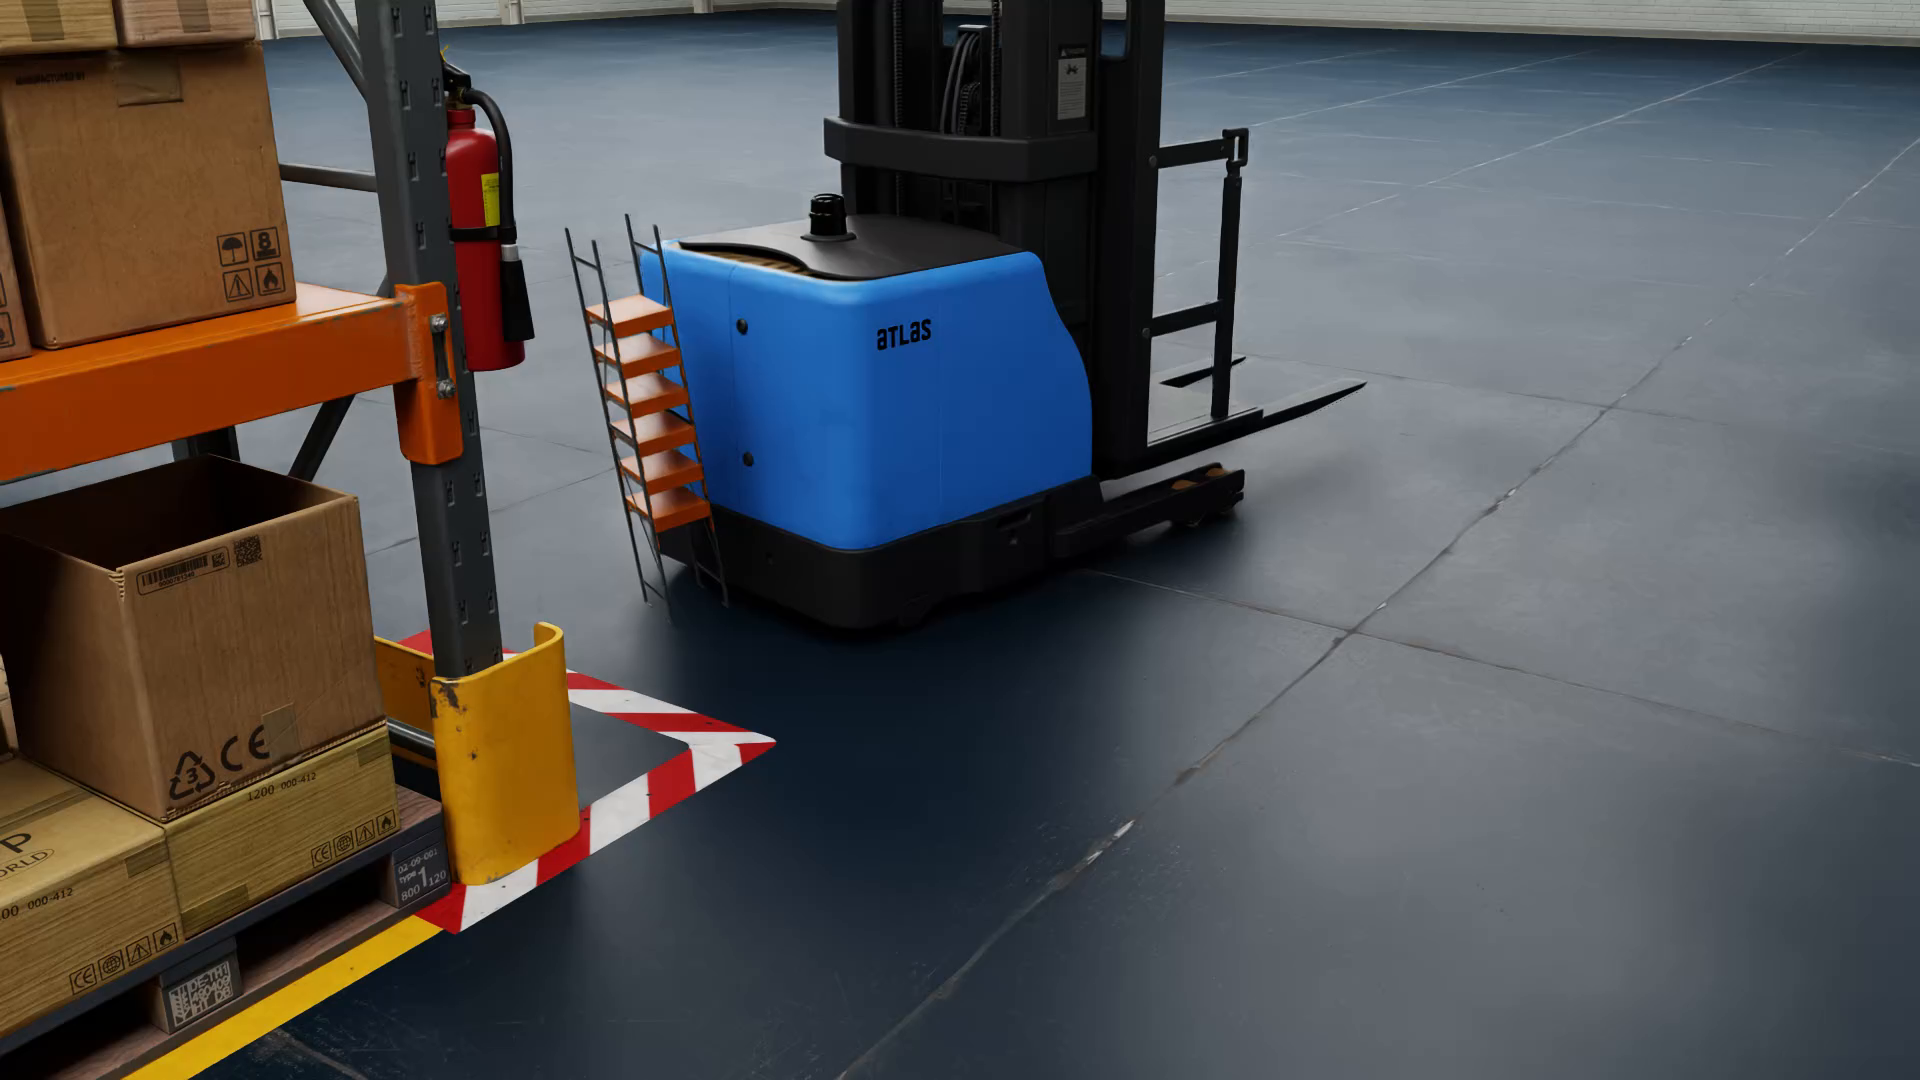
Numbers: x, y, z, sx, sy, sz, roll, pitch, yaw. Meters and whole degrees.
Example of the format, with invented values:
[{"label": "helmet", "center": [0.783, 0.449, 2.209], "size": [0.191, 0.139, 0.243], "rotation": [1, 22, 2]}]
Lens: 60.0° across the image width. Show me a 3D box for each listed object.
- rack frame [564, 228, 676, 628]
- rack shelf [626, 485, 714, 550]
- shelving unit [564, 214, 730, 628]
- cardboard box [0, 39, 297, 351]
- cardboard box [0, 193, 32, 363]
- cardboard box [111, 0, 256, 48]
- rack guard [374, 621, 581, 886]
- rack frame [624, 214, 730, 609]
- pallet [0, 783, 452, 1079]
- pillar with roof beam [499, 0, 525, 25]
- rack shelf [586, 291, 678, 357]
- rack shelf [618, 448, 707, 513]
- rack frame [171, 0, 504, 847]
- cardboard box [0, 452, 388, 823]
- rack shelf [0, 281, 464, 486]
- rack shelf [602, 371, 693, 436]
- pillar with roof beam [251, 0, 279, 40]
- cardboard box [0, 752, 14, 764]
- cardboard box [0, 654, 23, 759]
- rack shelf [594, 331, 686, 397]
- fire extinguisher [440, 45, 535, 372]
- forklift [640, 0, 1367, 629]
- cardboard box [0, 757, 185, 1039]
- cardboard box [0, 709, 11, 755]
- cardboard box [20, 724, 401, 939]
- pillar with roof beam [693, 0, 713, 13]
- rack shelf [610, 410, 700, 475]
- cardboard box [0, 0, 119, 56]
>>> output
[{"label": "rack frame", "center": [-0.995, -0.311, 4.890], "size": [0.006, 1.200, 0.240], "rotation": [-20, 27, -26]}, {"label": "rack shelf", "center": [-0.885, -0.082, 5.046], "size": [0.180, 0.103, 0.258], "rotation": [-20, 27, -26]}, {"label": "shelving unit", "center": [-0.918, -0.339, 4.930], "size": [0.189, 1.200, 0.258], "rotation": [-20, 27, -26]}, {"label": "cardboard box", "center": [-1.737, -0.702, 3.196], "size": [0.700, 0.500, 0.500], "rotation": [13, 24, 32]}, {"label": "cardboard box", "center": [-2.028, -0.551, 2.786], "size": [0.700, 0.500, 0.500], "rotation": [14, 24, 33]}, {"label": "cardboard box", "center": [-1.521, -0.991, 3.042], "size": [0.380, 0.149, 0.250], "rotation": [13, 24, 31]}, {"label": "rack guard", "center": [-1.450, 0.379, 4.021], "size": [1.175, 0.500, 0.348], "rotation": [13, 24, 32]}, {"label": "rack frame", "center": [-0.840, -0.367, 4.970], "size": [0.006, 1.200, 0.240], "rotation": [-20, 27, -26]}, {"label": "pallet", "center": [-1.859, 0.748, 3.437], "size": [1.003, 0.211, 1.213], "rotation": [13, 24, 32]}, {"label": "pillar with roof beam", "center": [-6.043, -14.456, 31.874], "size": [9.100, 9.000, 0.400], "rotation": [13, 24, 32]}, {"label": "rack shelf", "center": [-0.953, -0.625, 4.801], "size": [0.180, 0.103, 0.258], "rotation": [-20, 27, -26]}, {"label": "rack shelf", "center": [-0.899, -0.190, 4.997], "size": [0.180, 0.103, 0.258], "rotation": [-20, 27, -26]}, {"label": "rack frame", "center": [-1.464, -0.787, 3.569], "size": [1.000, 3.000, 0.127], "rotation": [13, 24, 32]}, {"label": "cardboard box", "center": [-1.519, 0.166, 3.270], "size": [0.500, 0.500, 0.500], "rotation": [13, 24, 32]}, {"label": "rack shelf", "center": [-2.588, 0.124, 2.142], "size": [1.077, 0.370, 4.000], "rotation": [13, 24, 32]}, {"label": "rack shelf", "center": [-0.926, -0.408, 4.899], "size": [0.180, 0.103, 0.258], "rotation": [-20, 27, -26]}, {"label": "pillar with roof beam", "center": [-9.415, -12.734, 27.220], "size": [9.100, 9.000, 0.400], "rotation": [13, 24, 32]}, {"label": "cardboard box", "center": [-2.227, 0.560, 3.284], "size": [0.500, 0.250, 0.500], "rotation": [13, 24, 32]}, {"label": "cardboard box", "center": [-1.949, 0.416, 3.674], "size": [0.500, 0.250, 0.500], "rotation": [13, 24, 32]}, {"label": "rack shelf", "center": [-0.940, -0.516, 4.850], "size": [0.180, 0.103, 0.258], "rotation": [-20, 27, -26]}, {"label": "fire extinguisher", "center": [-1.013, -0.694, 3.429], "size": [0.296, 0.674, 0.183], "rotation": [13, 24, 32]}, {"label": "forklift", "center": [0.387, -1.532, 5.683], "size": [1.130, 2.935, 3.031], "rotation": [19, 28, 41]}, {"label": "cardboard box", "center": [-1.792, 0.663, 3.007], "size": [0.500, 0.250, 0.500], "rotation": [13, 24, 32]}, {"label": "cardboard box", "center": [-2.228, 0.208, 3.155], "size": [0.500, 0.500, 0.500], "rotation": [13, 24, 32]}, {"label": "cardboard box", "center": [-1.521, 0.517, 3.401], "size": [0.500, 0.250, 0.500], "rotation": [13, 24, 32]}, {"label": "pillar with roof beam", "center": [-2.670, -16.177, 36.528], "size": [9.100, 9.000, 0.400], "rotation": [13, 24, 32]}, {"label": "rack shelf", "center": [-0.913, -0.299, 4.948], "size": [0.180, 0.103, 0.258], "rotation": [-20, 27, -26]}, {"label": "cardboard box", "center": [-1.667, -0.916, 2.838], "size": [0.380, 0.149, 0.250], "rotation": [14, 24, 33]}]
